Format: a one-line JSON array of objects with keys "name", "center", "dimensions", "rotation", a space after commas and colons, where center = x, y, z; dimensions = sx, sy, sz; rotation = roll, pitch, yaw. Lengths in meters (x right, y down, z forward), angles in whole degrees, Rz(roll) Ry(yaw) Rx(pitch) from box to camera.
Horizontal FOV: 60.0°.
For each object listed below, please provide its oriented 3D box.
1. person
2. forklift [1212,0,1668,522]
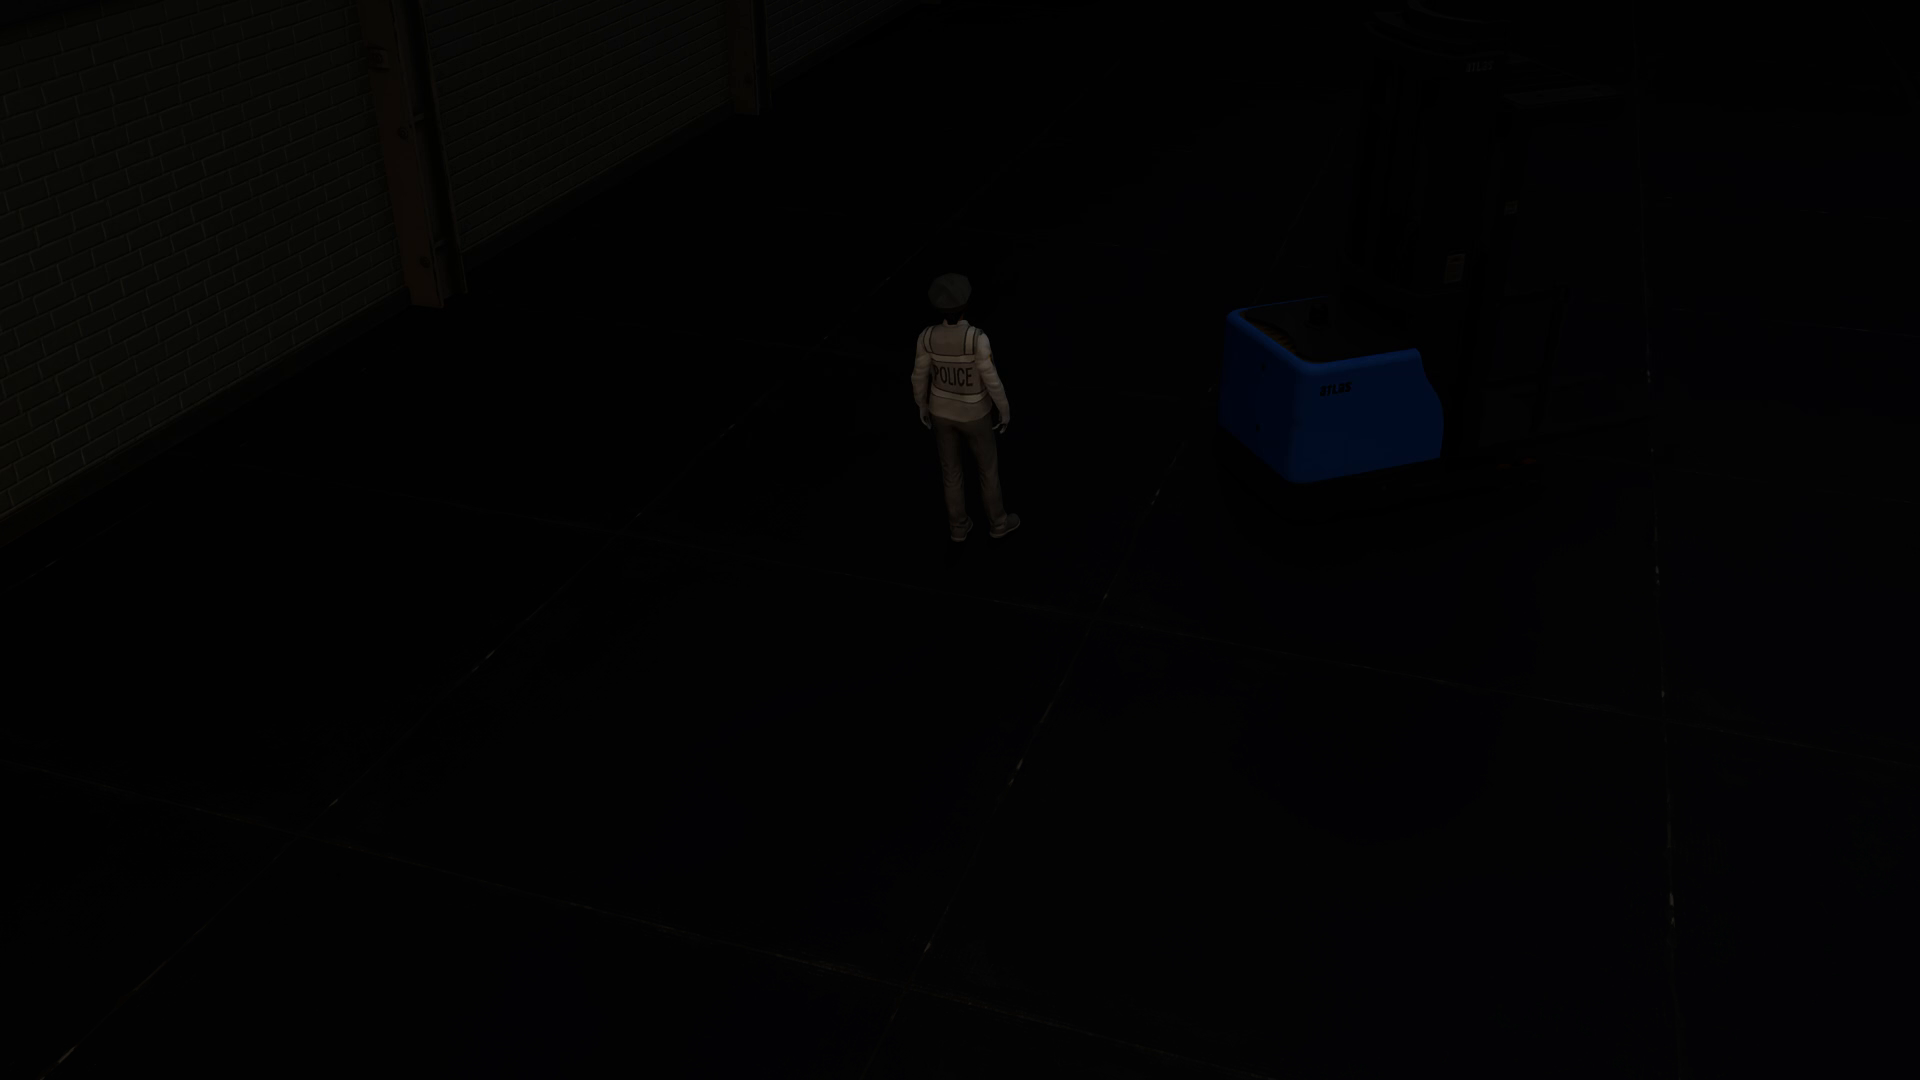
[{"name": "person", "center": [0.028, -0.773, 9.726], "dimensions": [0.587, 1.696, 0.534], "rotation": [10, 31, 16]}, {"name": "forklift", "center": [3.229, -1.831, 10.349], "dimensions": [3.031, 2.935, 1.130], "rotation": [-11, 31, -18]}]
